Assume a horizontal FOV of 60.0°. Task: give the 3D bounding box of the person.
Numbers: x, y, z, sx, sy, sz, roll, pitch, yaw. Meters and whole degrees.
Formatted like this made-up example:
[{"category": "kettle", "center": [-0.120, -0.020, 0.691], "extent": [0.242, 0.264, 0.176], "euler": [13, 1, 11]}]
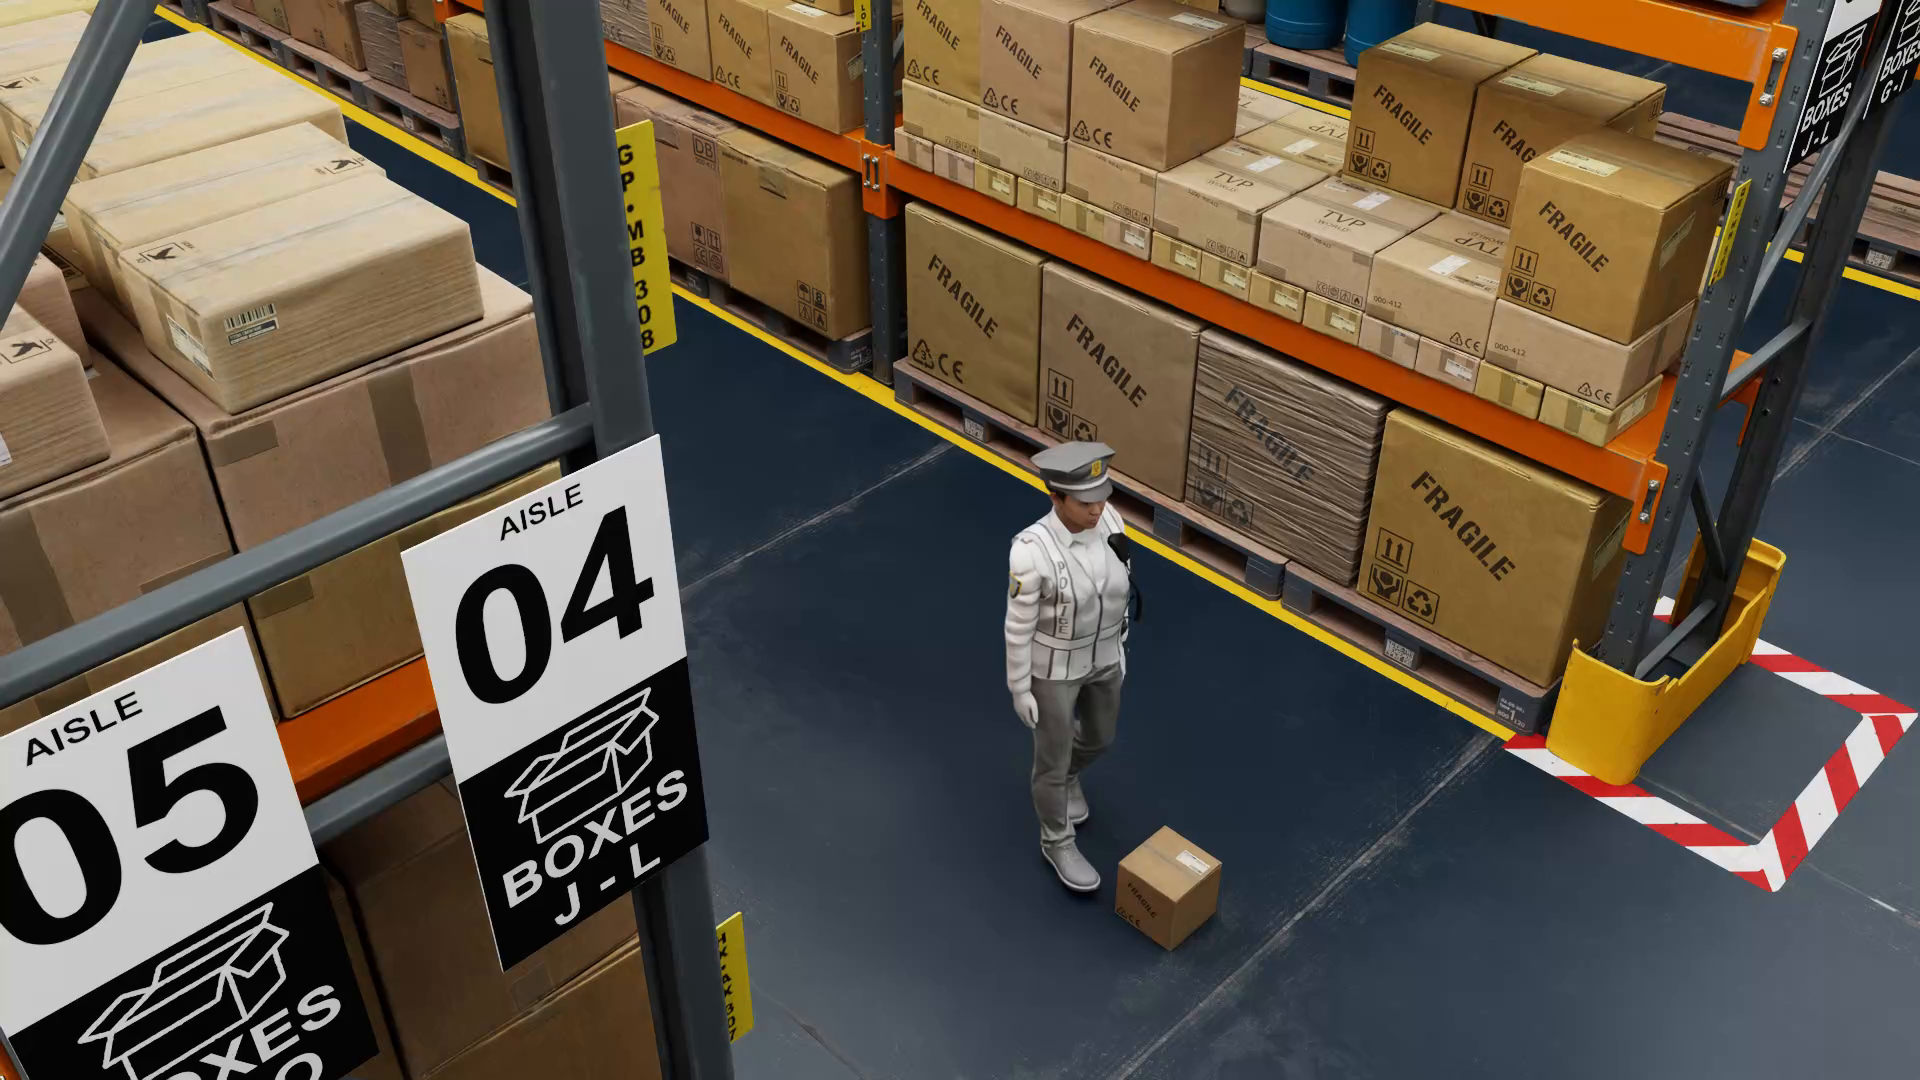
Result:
[{"category": "person", "center": [0.364, 0.412, 5.544], "extent": [0.498, 1.688, 0.561], "euler": [-21, 41, -27]}]
